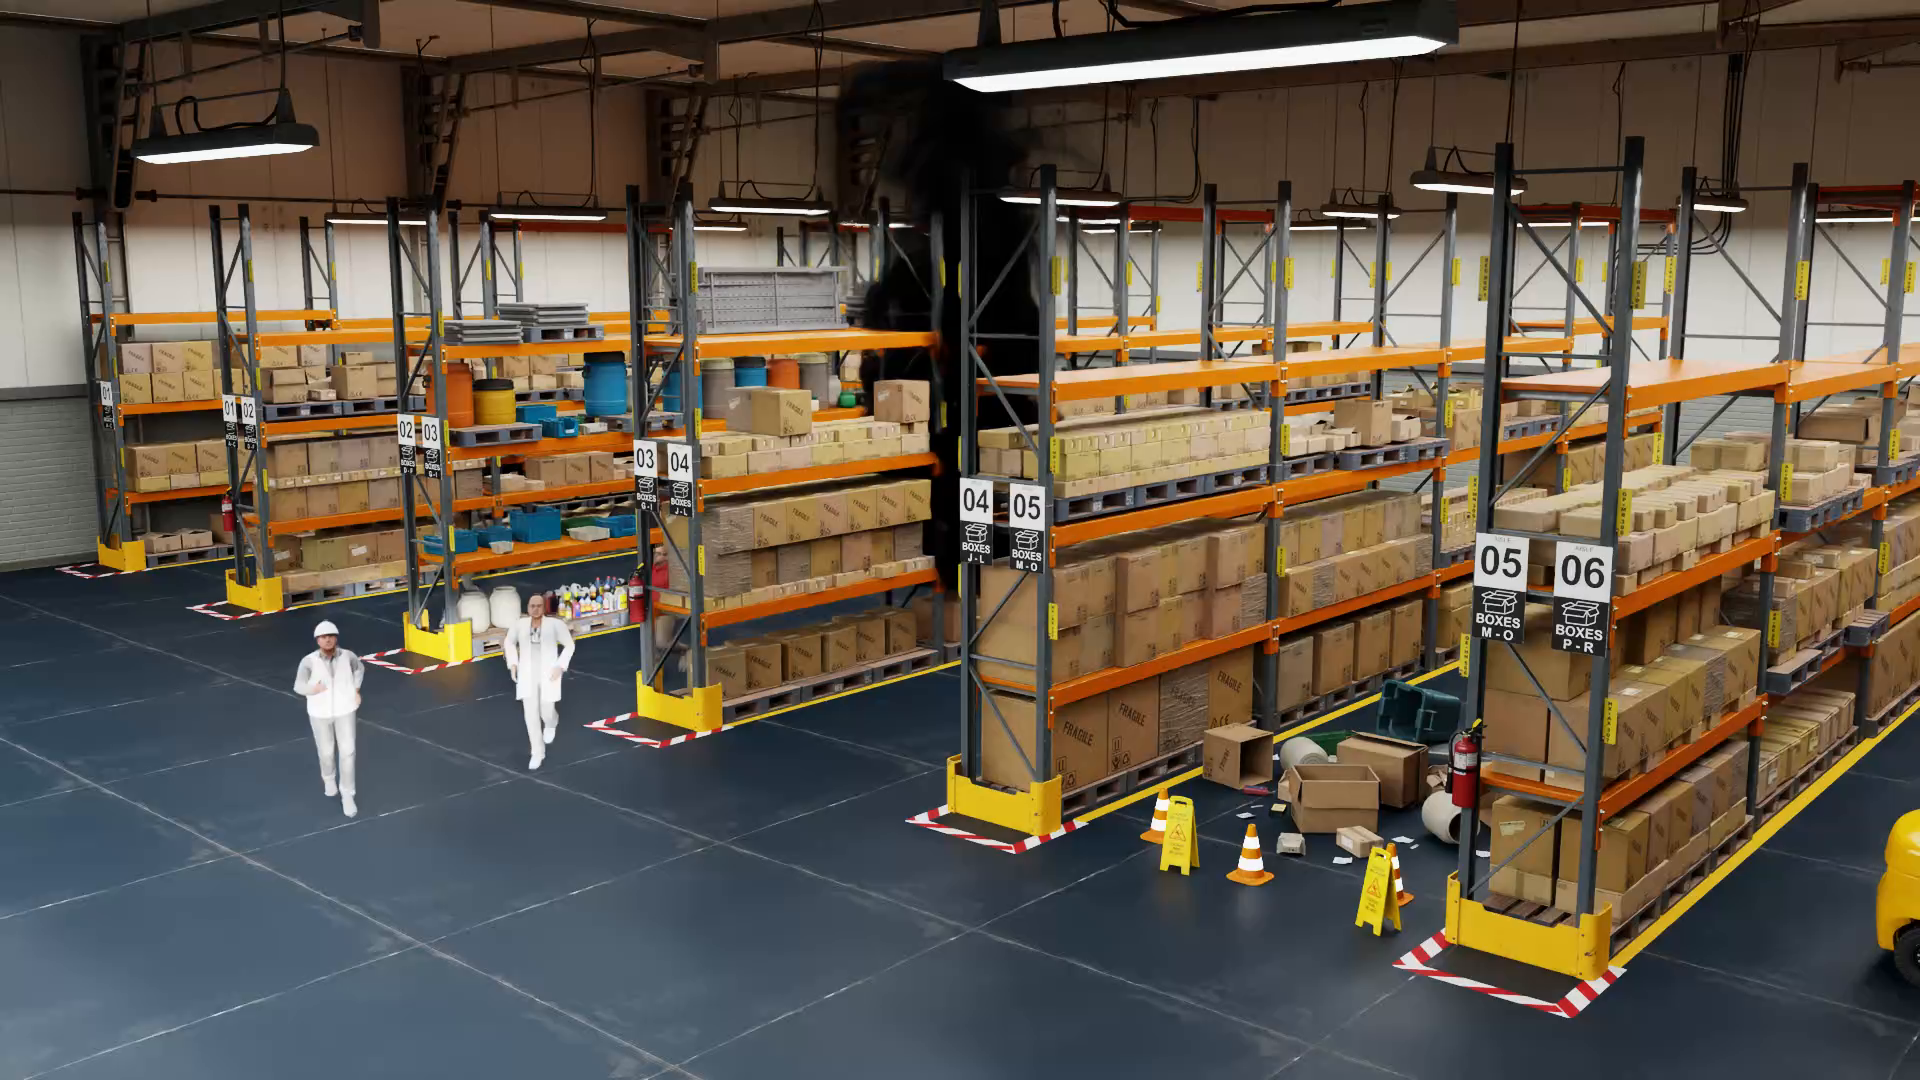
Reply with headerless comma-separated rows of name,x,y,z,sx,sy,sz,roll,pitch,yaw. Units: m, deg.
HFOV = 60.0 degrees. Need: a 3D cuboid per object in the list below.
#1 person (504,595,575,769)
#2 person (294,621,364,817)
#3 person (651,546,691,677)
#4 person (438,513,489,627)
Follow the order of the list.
person,-4.409,1.435,17.462,0.738,1.767,0.885,-1,10,-8
person,-5.985,1.664,15.853,0.647,1.812,0.827,-4,10,-23
person,-3.716,0.899,20.824,0.664,1.667,0.654,6,11,34
person,-7.170,0.395,23.926,0.520,1.612,0.855,7,12,36
